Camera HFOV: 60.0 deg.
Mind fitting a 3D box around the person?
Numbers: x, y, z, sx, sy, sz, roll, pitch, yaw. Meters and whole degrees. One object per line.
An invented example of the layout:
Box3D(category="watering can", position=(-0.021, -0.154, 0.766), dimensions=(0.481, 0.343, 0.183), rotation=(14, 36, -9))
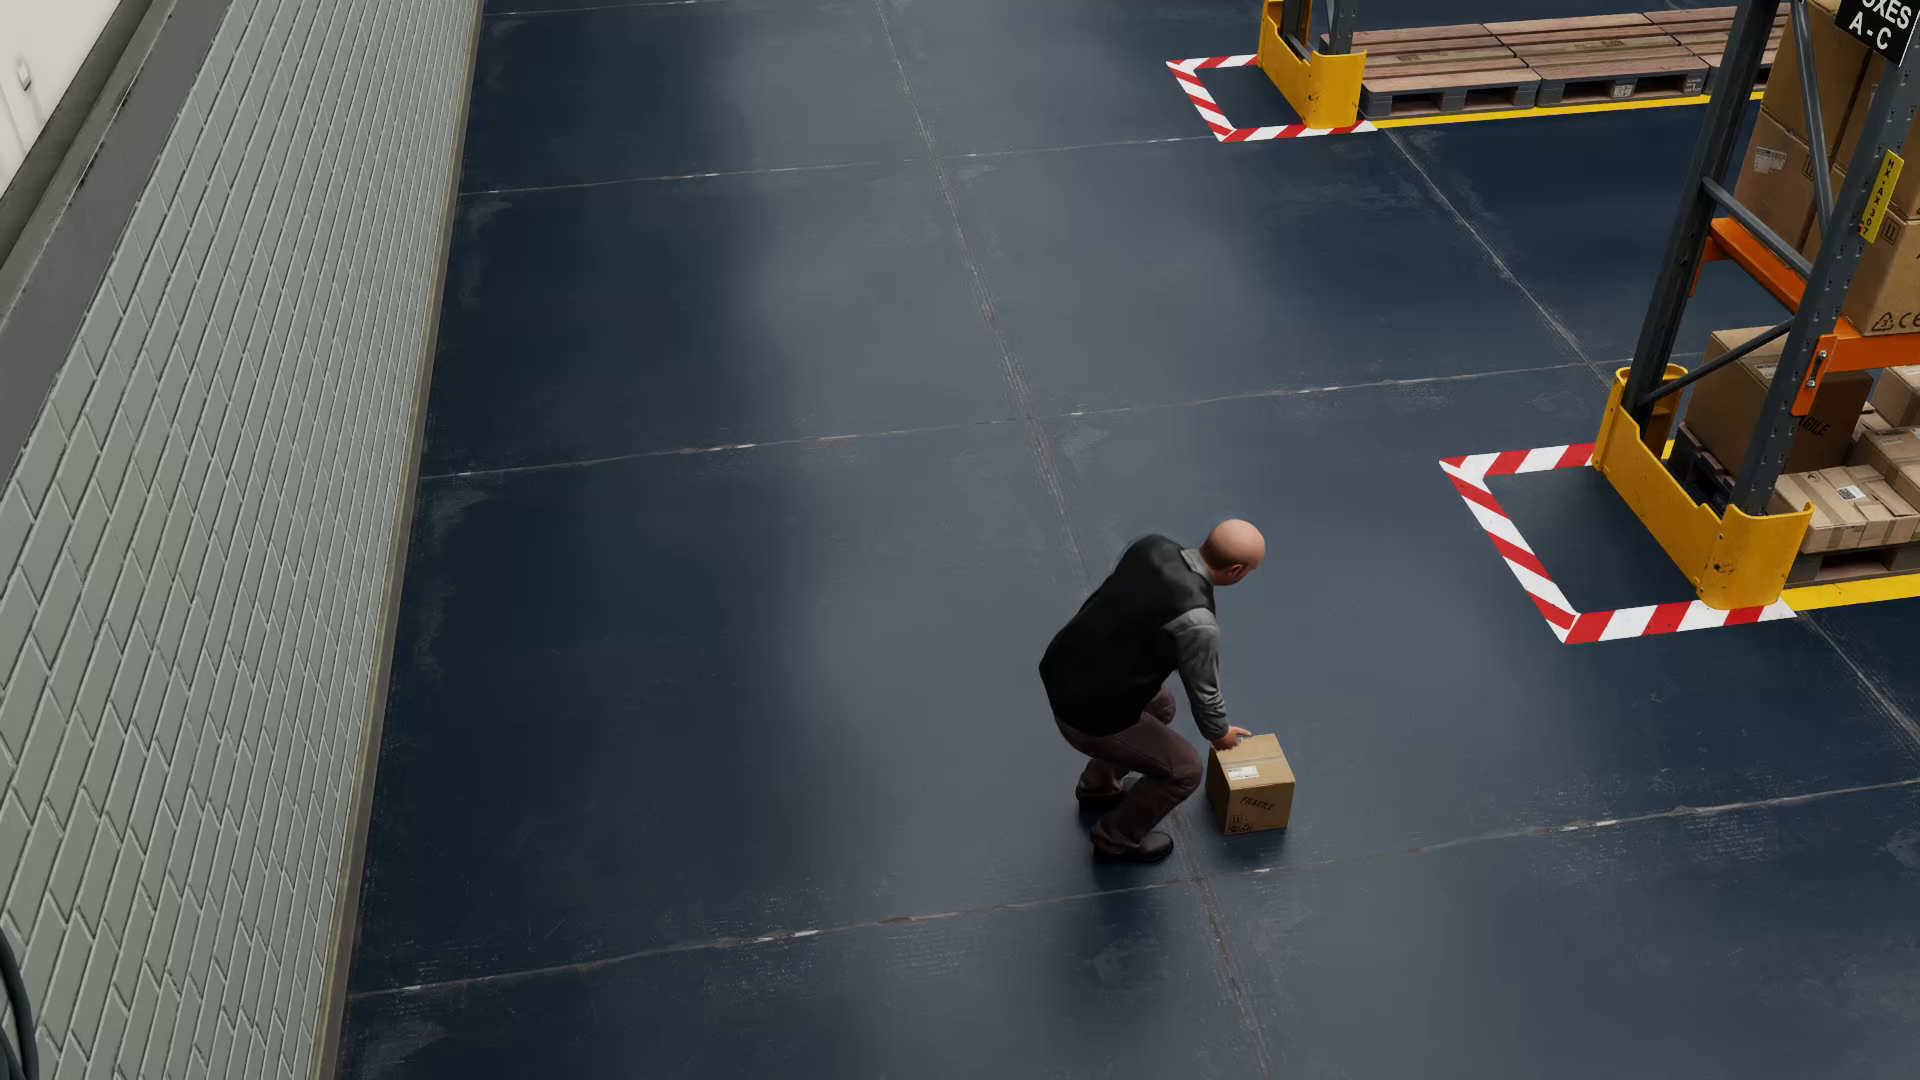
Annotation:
Box3D(category="person", position=(0.649, 0.510, 5.837), dimensions=(0.743, 1.345, 0.590), rotation=(-6, 39, -8))
